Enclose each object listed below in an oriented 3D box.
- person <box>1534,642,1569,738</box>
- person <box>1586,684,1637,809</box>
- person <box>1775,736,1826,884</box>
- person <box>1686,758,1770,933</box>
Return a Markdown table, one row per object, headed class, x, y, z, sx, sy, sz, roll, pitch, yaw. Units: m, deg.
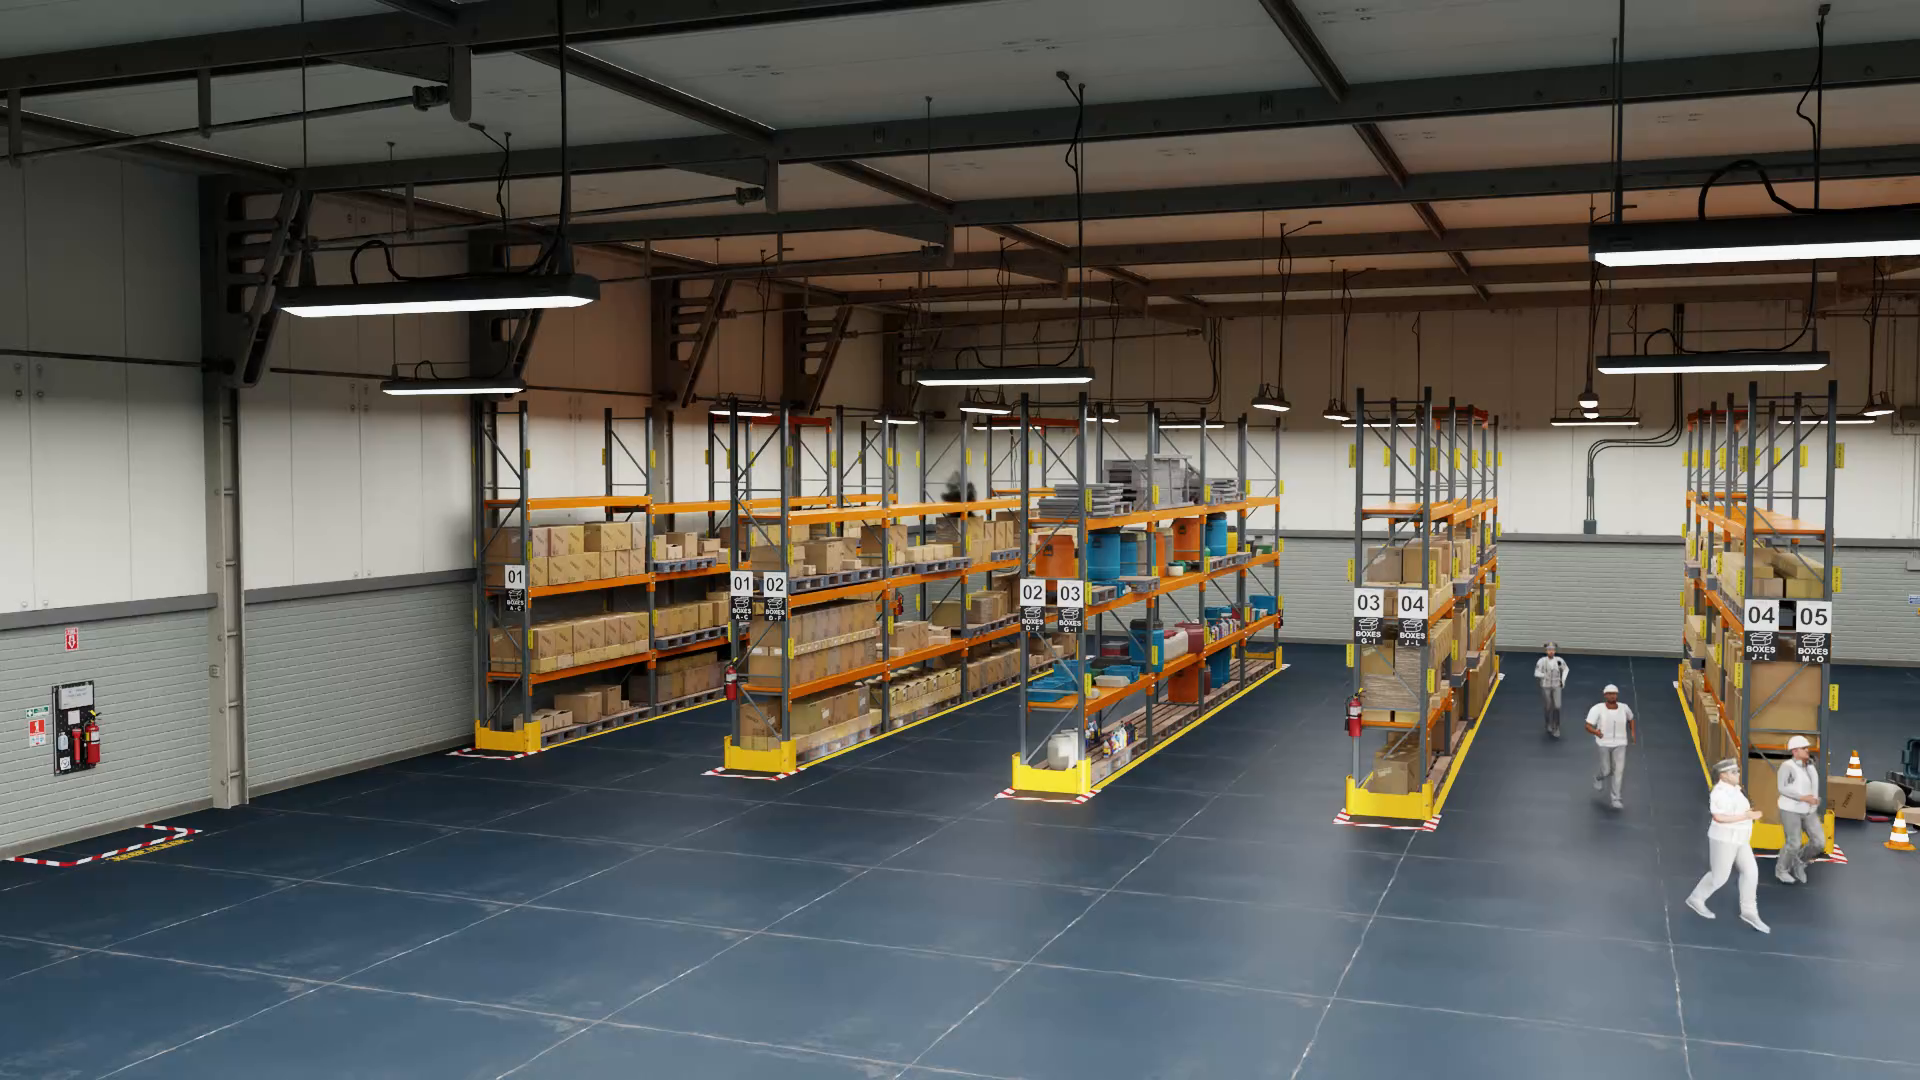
| class | x | y | z | sx | sy | sz | roll | pitch | yaw |
| --- | --- | --- | --- | --- | --- | --- | --- | --- | --- |
| person | 10.702 | 2.703 | 30.087 | 0.590 | 1.740 | 0.726 | 1 | 3 | 18 |
| person | 9.427 | 2.957 | 24.033 | 0.714 | 1.736 | 0.993 | 0 | 3 | 9 |
| person | 9.894 | 3.177 | 19.508 | 0.695 | 1.761 | 0.652 | -1 | 3 | -20 |
| person | 8.231 | 3.233 | 17.806 | 0.651 | 1.823 | 0.834 | -2 | 4 | -39 |
